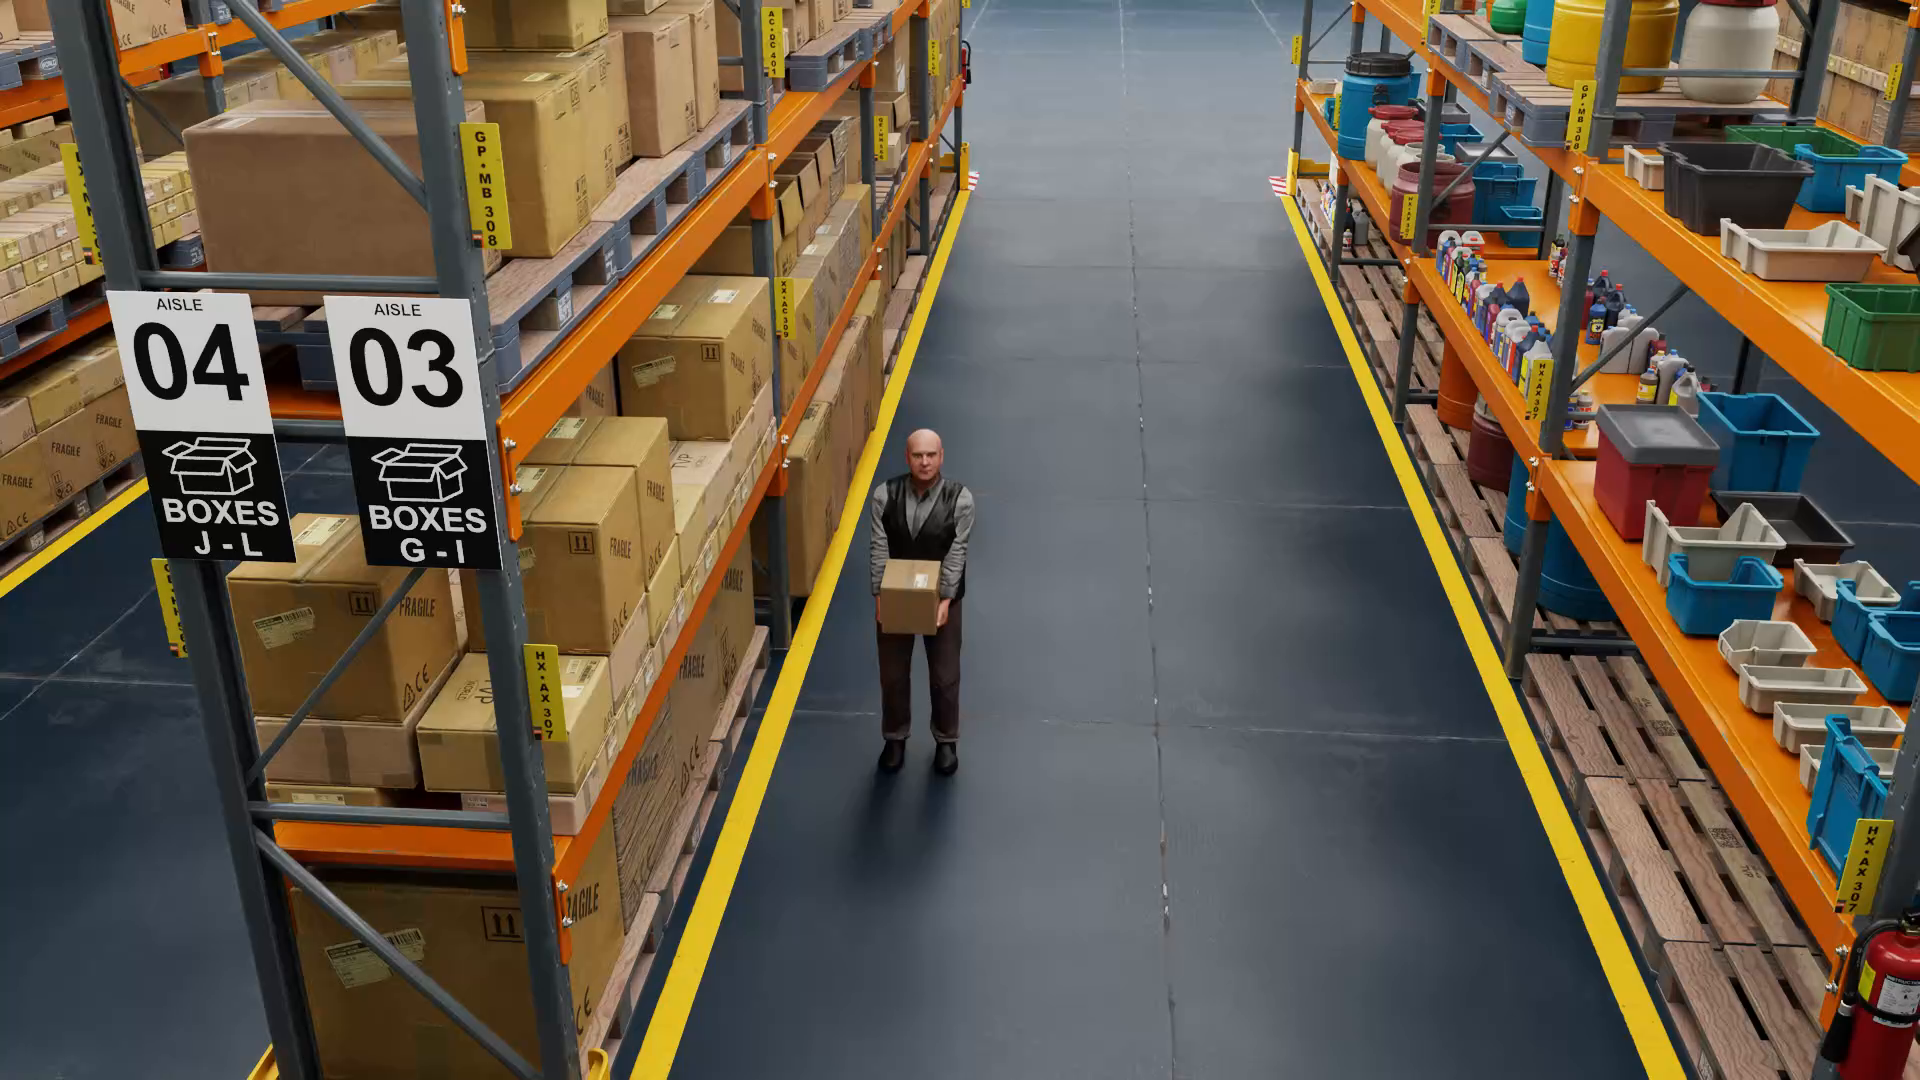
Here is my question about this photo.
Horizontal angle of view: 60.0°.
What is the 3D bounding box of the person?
[{"bbox_3d":[-0.187,0.338,7.899,0.494,1.711,0.539,2,24,5],"label":"person"}]
